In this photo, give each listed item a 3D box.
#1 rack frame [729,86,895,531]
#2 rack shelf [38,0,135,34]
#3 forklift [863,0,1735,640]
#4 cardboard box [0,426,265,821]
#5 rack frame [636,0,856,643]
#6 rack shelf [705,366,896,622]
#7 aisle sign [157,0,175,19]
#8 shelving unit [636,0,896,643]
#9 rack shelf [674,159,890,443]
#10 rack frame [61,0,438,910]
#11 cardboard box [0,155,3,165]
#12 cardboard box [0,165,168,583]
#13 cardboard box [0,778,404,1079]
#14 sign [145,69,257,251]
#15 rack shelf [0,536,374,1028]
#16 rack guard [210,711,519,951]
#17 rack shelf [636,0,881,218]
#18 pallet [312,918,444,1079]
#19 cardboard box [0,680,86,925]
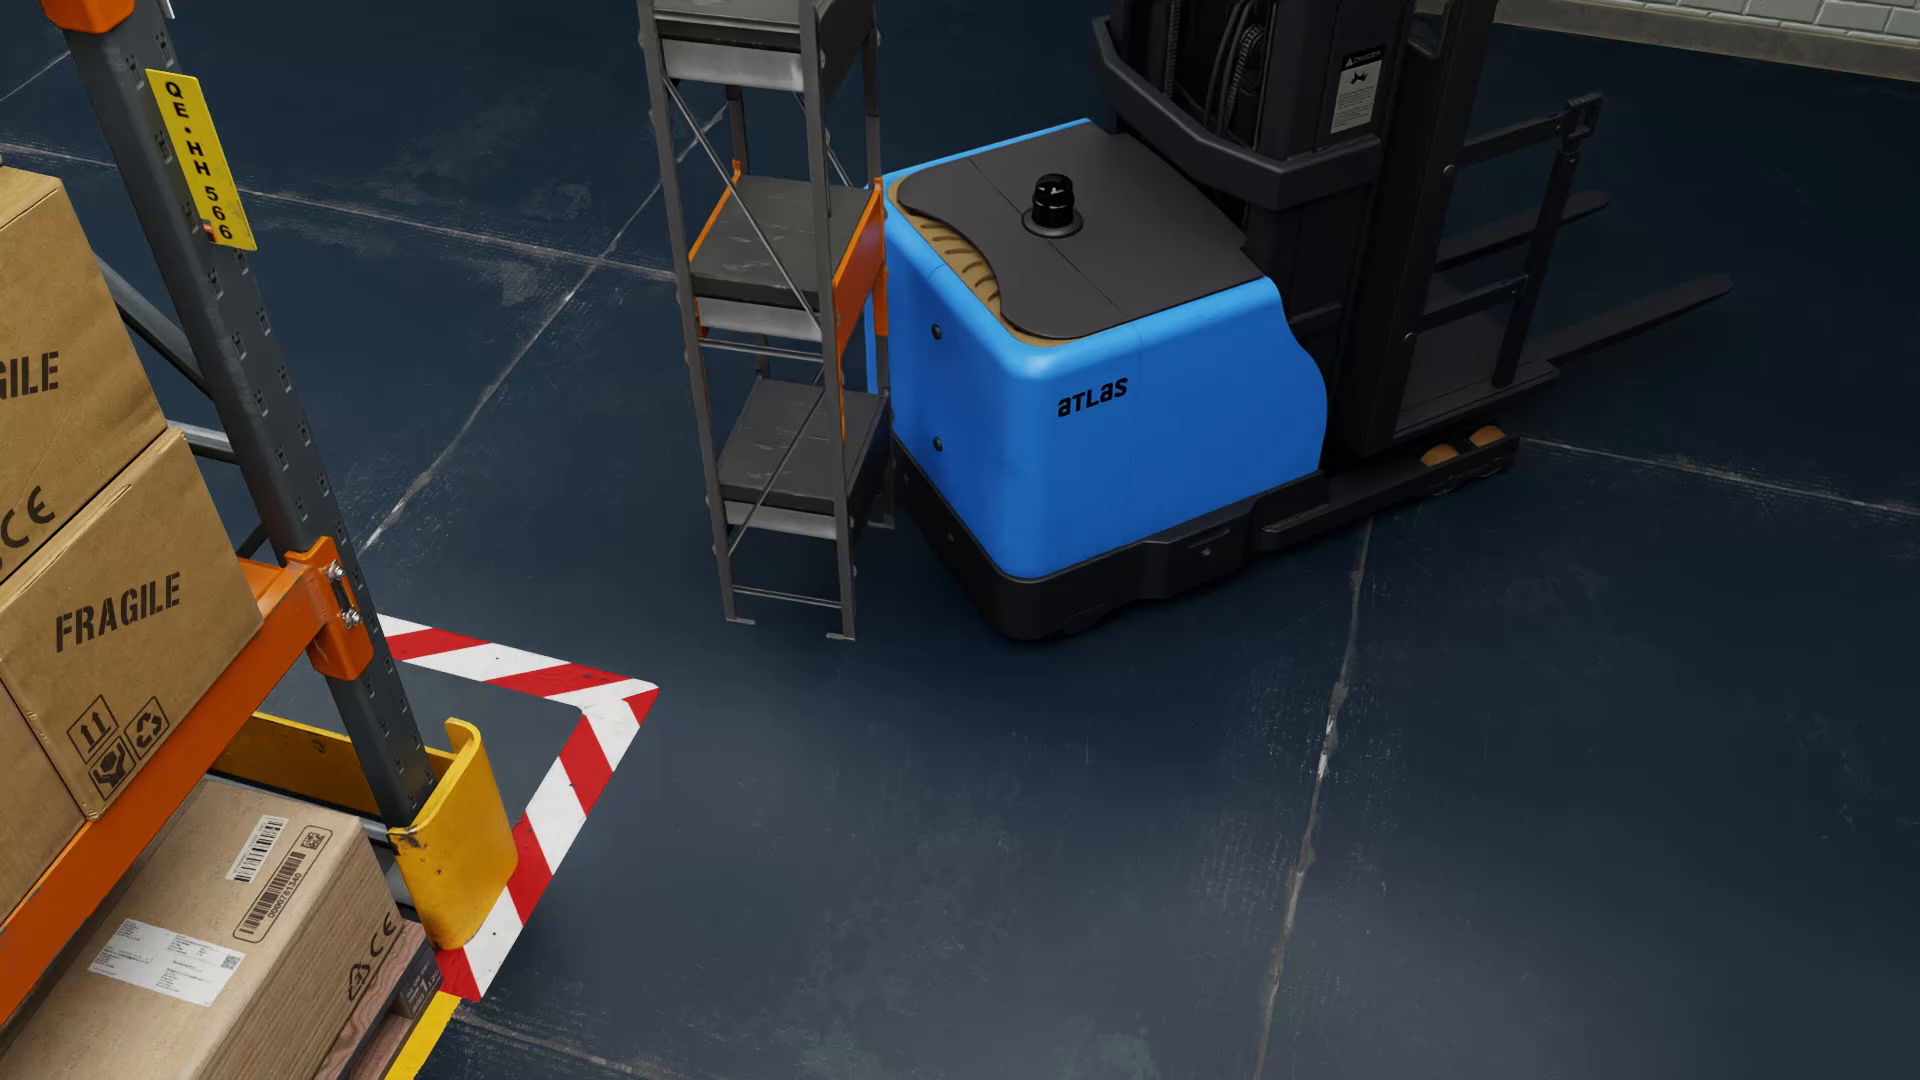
[{"bbox_3d":[-0.403,-0.813,4.580,0.400,2.100,0.015,9,45,9],"label":"rack frame"},{"bbox_3d":[-2.370,0.271,1.198,1.077,0.370,4.000,13,46,13],"label":"rack shelf"},{"bbox_3d":[1.239,-1.499,4.686,3.031,2.935,1.130,-20,48,-20],"label":"forklift"},{"bbox_3d":[-1.658,0.095,2.937,0.500,0.500,0.500,13,46,13],"label":"cardboard box"},{"bbox_3d":[-0.506,-0.479,4.239,0.400,2.100,0.015,9,45,9],"label":"rack frame"},{"bbox_3d":[-0.454,-0.136,4.908,0.431,0.518,0.480,9,45,9],"label":"rack shelf"},{"bbox_3d":[-1.447,-1.159,2.431,0.394,0.787,0.004,13,46,13],"label":"aisle sign"},{"bbox_3d":[-0.454,-0.646,4.409,0.431,2.100,0.503,9,45,9],"label":"shelving unit"},{"bbox_3d":[-0.454,-0.636,4.419,0.431,0.518,0.480,9,45,9],"label":"rack shelf"},{"bbox_3d":[-1.764,-0.247,3.358,1.000,3.000,0.127,13,46,13],"label":"rack frame"},{"bbox_3d":[-1.682,-0.591,2.459,0.380,0.149,0.250,13,46,13],"label":"cardboard box"},{"bbox_3d":[-1.683,-0.269,2.593,0.500,0.500,0.500,14,46,14],"label":"cardboard box"},{"bbox_3d":[-1.869,0.980,3.636,0.875,0.438,0.875,11,45,11],"label":"cardboard box"},{"bbox_3d":[-1.251,-0.622,2.743,0.100,0.325,0.005,13,46,13],"label":"sign"},{"bbox_3d":[-2.370,1.343,2.247,1.077,0.370,4.000,13,46,13],"label":"rack shelf"},{"bbox_3d":[-1.757,0.630,4.249,1.175,0.500,0.348,13,46,13],"label":"rack guard"},{"bbox_3d":[-0.454,-1.137,3.929,0.431,0.518,0.480,9,45,9],"label":"rack shelf"},{"bbox_3d":[-1.932,1.299,3.772,1.003,0.211,1.213,13,46,13],"label":"pallet"},{"bbox_3d":[-1.824,0.426,2.599,0.500,0.500,0.500,12,46,12],"label":"cardboard box"}]
